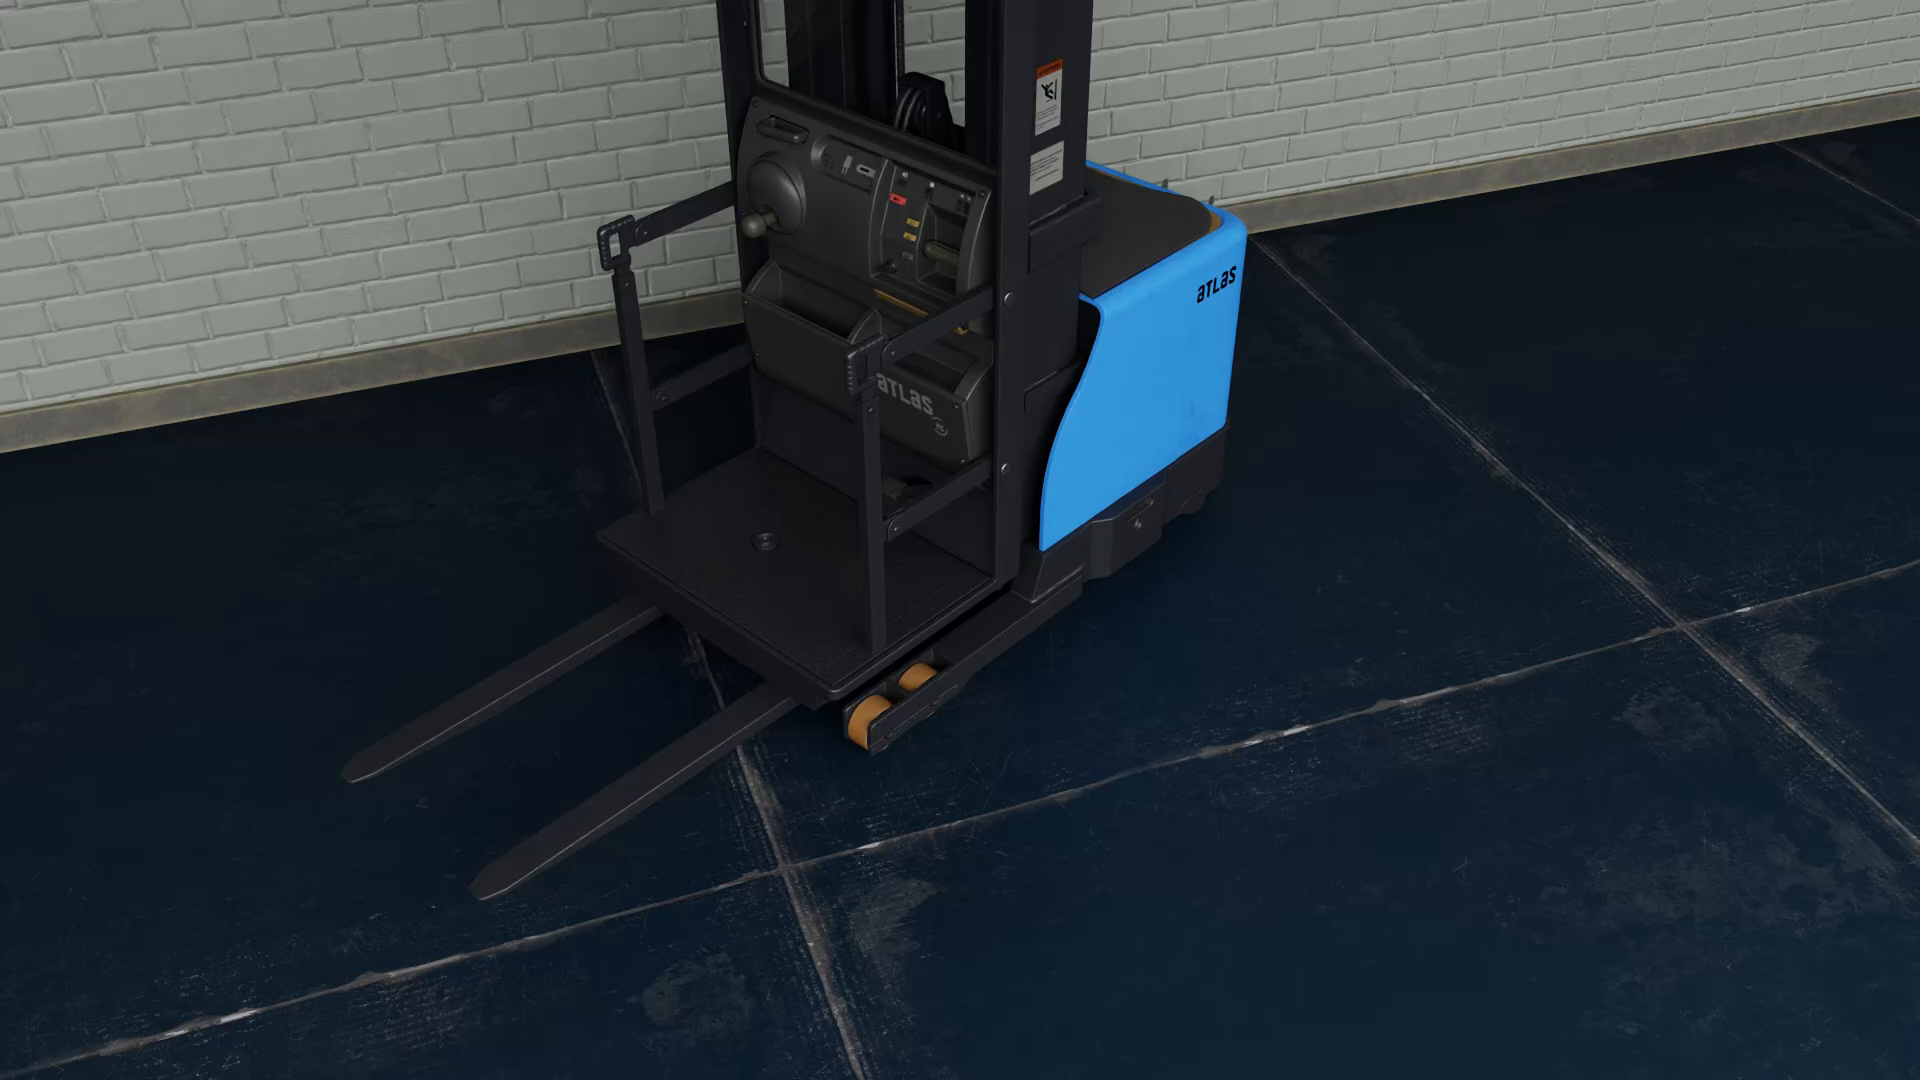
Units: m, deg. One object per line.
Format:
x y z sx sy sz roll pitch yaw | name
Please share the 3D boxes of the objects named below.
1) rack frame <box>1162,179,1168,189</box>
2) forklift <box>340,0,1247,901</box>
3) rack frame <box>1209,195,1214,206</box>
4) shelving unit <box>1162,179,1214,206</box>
0.644 -0.881 6.157 0.006 0.900 0.240 29 42 33 | rack frame
-0.425 -0.893 4.499 1.130 2.935 3.031 29 46 33 | forklift
0.794 -0.798 6.048 0.006 0.900 0.240 29 42 33 | rack frame
0.719 -0.839 6.102 0.210 0.900 0.258 29 42 33 | shelving unit
